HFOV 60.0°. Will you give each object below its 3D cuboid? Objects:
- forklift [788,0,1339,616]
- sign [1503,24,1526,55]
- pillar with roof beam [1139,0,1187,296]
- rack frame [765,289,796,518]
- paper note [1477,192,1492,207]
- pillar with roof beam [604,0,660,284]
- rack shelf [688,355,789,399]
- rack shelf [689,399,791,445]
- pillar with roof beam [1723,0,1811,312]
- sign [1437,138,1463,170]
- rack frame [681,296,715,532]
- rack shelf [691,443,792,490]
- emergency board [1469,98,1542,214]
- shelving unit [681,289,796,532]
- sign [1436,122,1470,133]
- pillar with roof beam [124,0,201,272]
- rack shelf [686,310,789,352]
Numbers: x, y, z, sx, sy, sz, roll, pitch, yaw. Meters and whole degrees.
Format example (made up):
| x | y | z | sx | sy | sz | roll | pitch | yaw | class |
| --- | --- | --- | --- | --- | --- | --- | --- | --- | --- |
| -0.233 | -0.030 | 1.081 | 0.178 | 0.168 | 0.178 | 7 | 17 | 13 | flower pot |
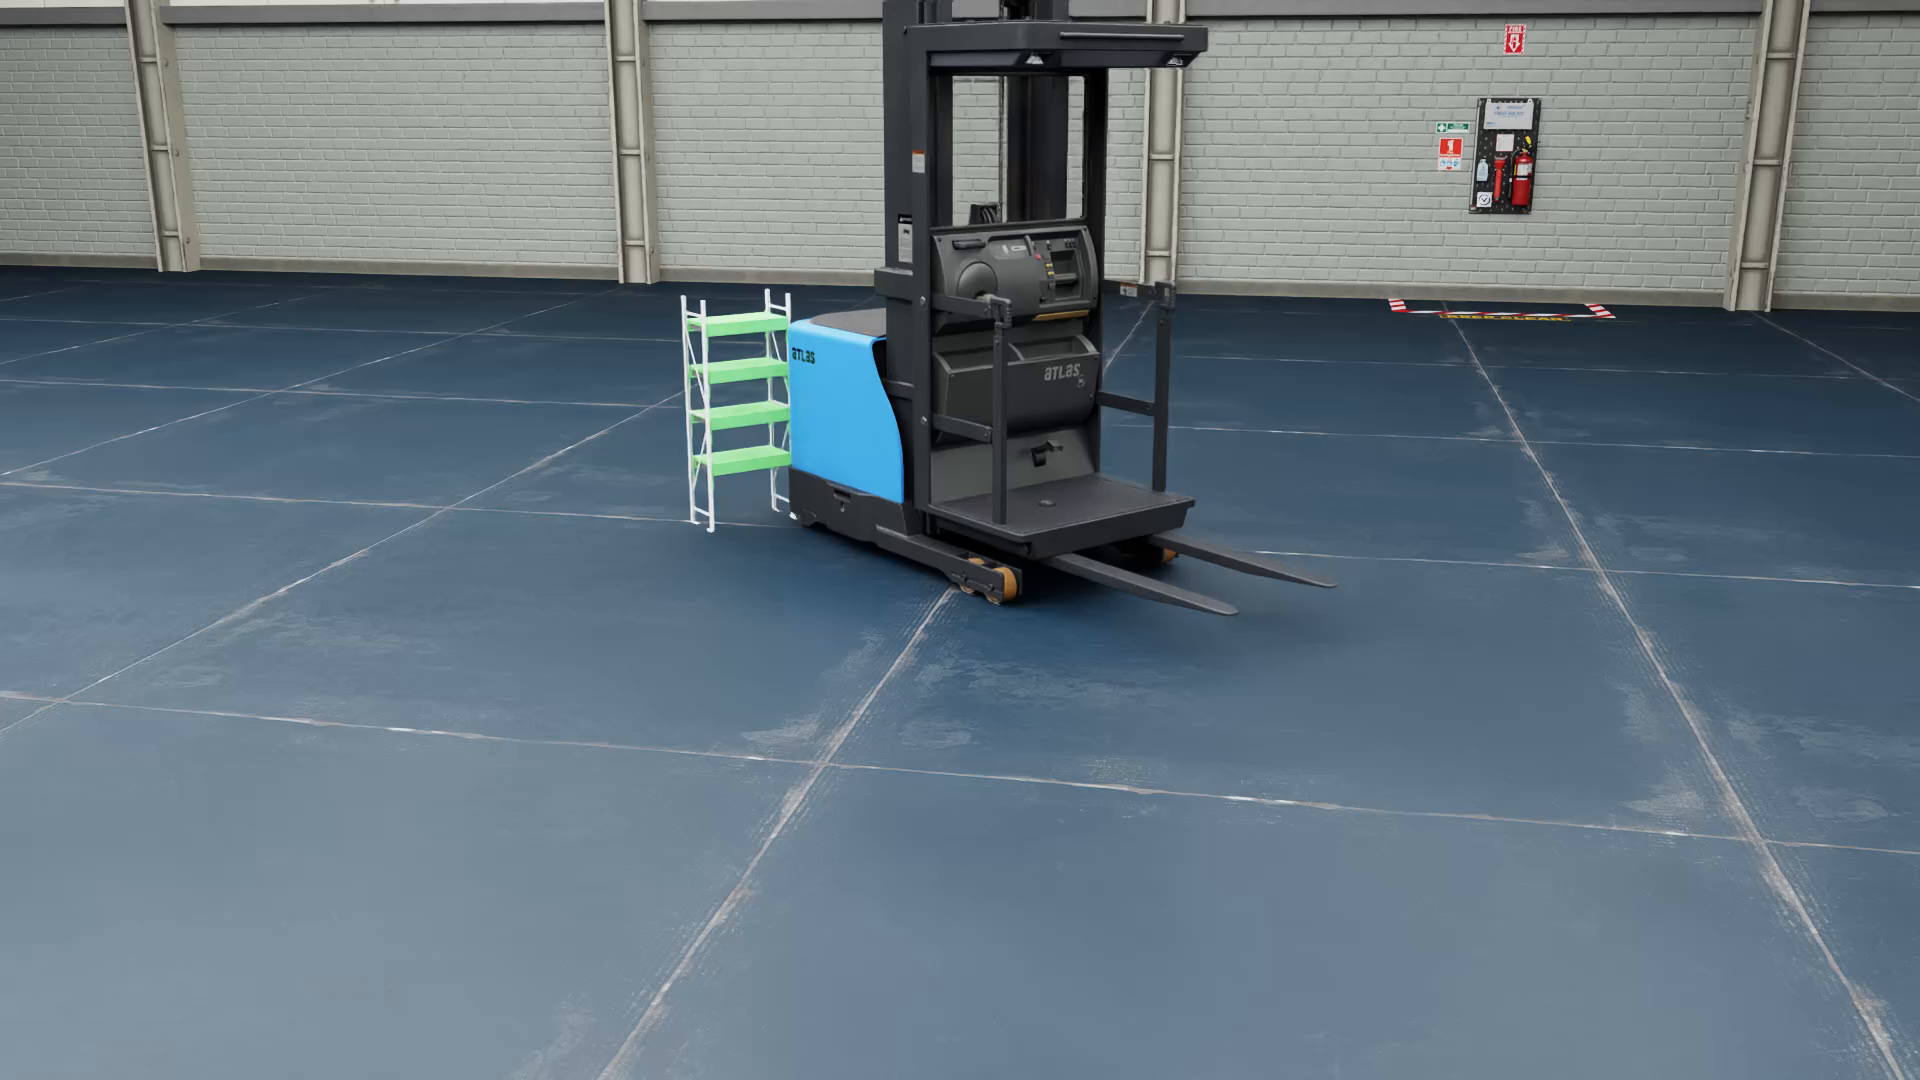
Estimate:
| x | y | z | sx | sy | sz | roll | pitch | yaw | class |
| --- | --- | --- | --- | --- | --- | --- | --- | --- | --- |
| 0.401 | -1.275 | 7.605 | 1.130 | 2.935 | 3.031 | -12 | 19 | -36 | forklift |
| 5.640 | -5.091 | 16.910 | 0.199 | 0.298 | 0.001 | 3 | 16 | 11 | sign |
| 1.304 | -5.890 | 12.899 | 0.400 | 9.000 | 9.100 | 3 | 16 | 11 | pillar with roof beam |
| -0.954 | -0.722 | 8.850 | 0.015 | 1.200 | 0.240 | -11 | 19 | -34 | rack frame |
| 5.468 | -3.550 | 17.340 | 0.142 | 0.148 | 0.016 | 3 | 16 | 11 | paper note |
| -4.575 | -6.209 | 14.051 | 0.400 | 9.000 | 9.100 | 3 | 16 | 11 | pillar with roof beam |
| -1.153 | -0.854 | 8.667 | 0.480 | 0.148 | 0.258 | -11 | 19 | -34 | rack shelf |
| -1.153 | -0.623 | 8.731 | 0.480 | 0.148 | 0.258 | -11 | 19 | -34 | rack shelf |
| 7.184 | -5.571 | 11.747 | 0.400 | 9.000 | 9.100 | 3 | 16 | 11 | pillar with roof beam |
| 5.107 | -4.021 | 17.322 | 0.234 | 0.329 | 0.001 | 3 | 16 | 11 | sign |
| -1.352 | -0.646 | 8.577 | 0.015 | 1.200 | 0.240 | -11 | 19 | -34 | rack frame |
| -1.153 | -0.391 | 8.795 | 0.480 | 0.148 | 0.258 | -11 | 19 | -34 | rack shelf |
| 5.628 | -3.947 | 17.124 | 0.643 | 1.169 | 0.194 | 3 | 16 | 11 | emergency board |
| -1.153 | -0.684 | 8.714 | 0.503 | 1.200 | 0.258 | -11 | 19 | -34 | shelving unit |
| 5.109 | -4.274 | 17.242 | 0.331 | 0.109 | 0.001 | 3 | 16 | 11 | sign |
| -10.455 | -6.529 | 15.203 | 0.400 | 9.000 | 9.100 | 3 | 16 | 11 | pillar with roof beam |
| -1.153 | -1.085 | 8.603 | 0.480 | 0.148 | 0.258 | -11 | 19 | -34 | rack shelf |
